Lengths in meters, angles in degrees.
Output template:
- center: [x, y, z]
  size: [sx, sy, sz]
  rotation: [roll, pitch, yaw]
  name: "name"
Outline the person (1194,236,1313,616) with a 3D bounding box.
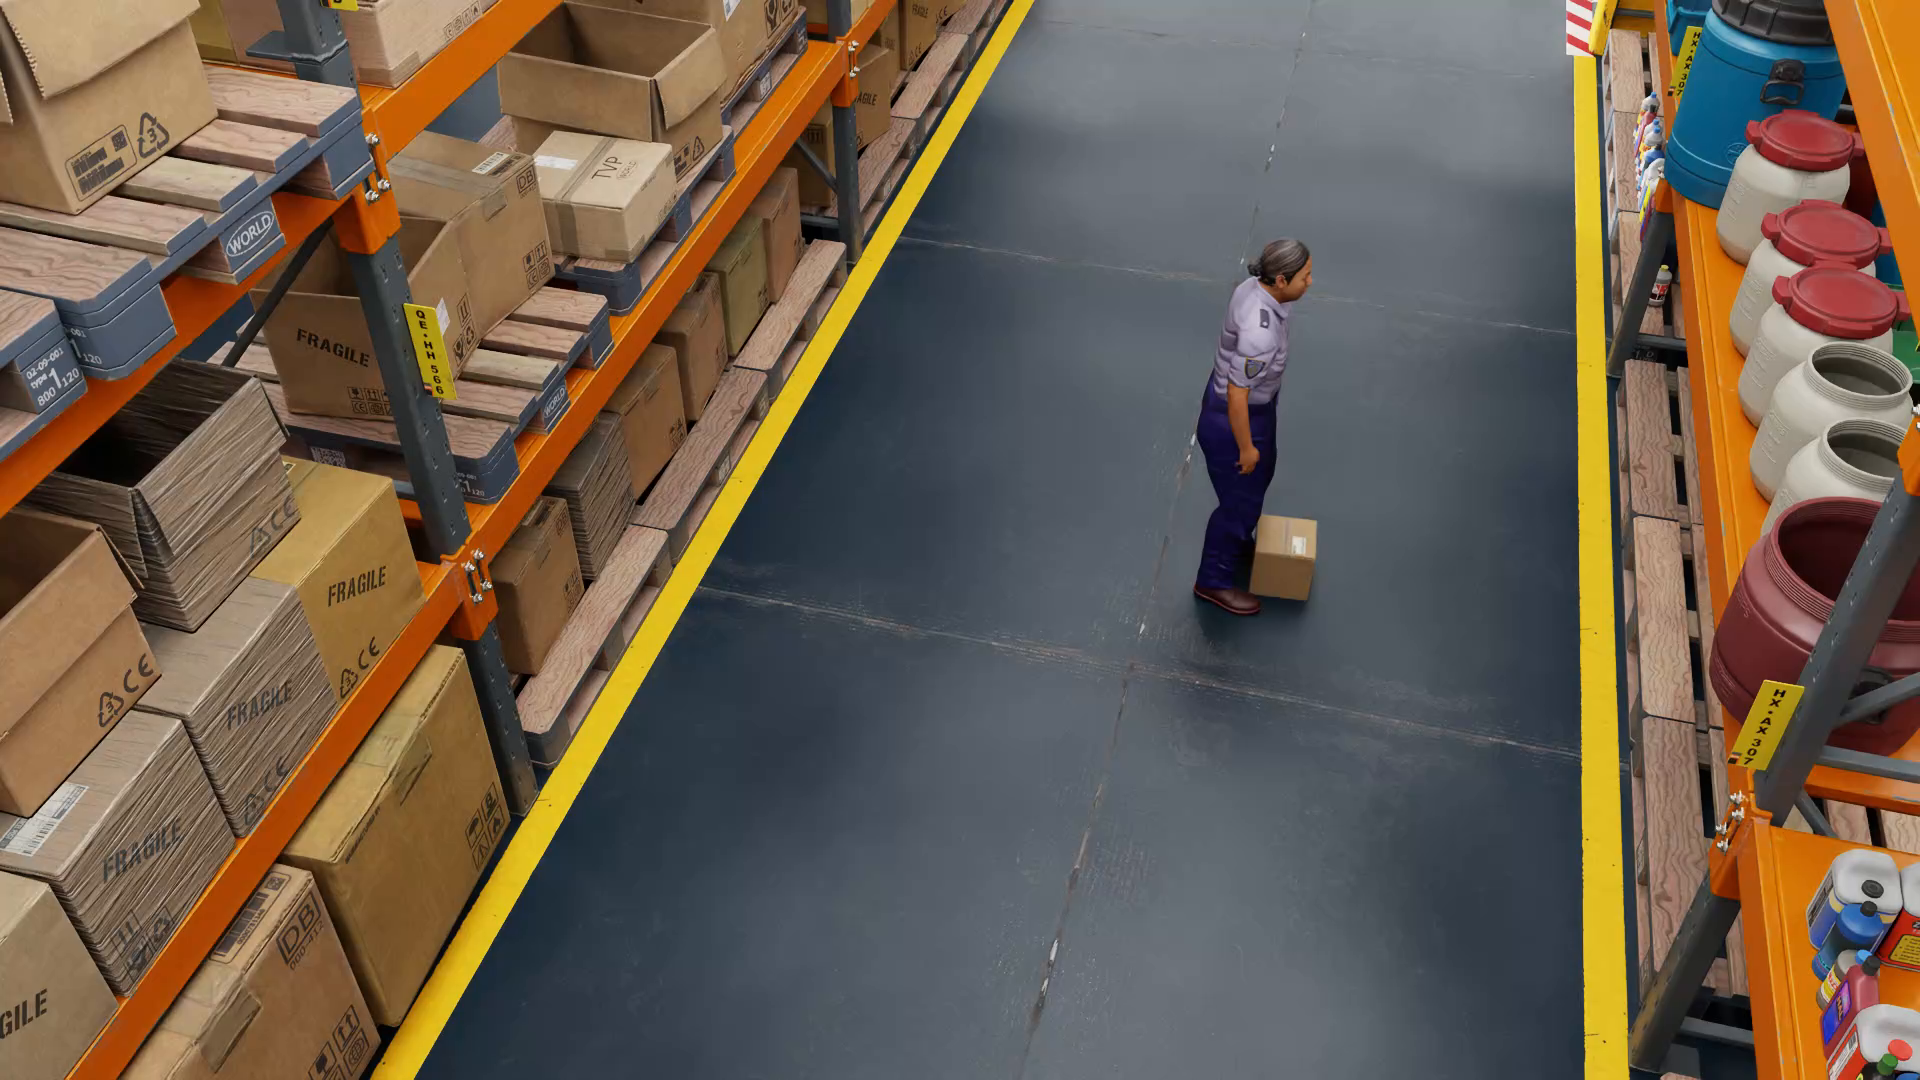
- center: [1.181, -0.484, 6.717]
  size: [0.425, 1.651, 0.557]
  rotation: [8, 42, 9]
  name: "person"
